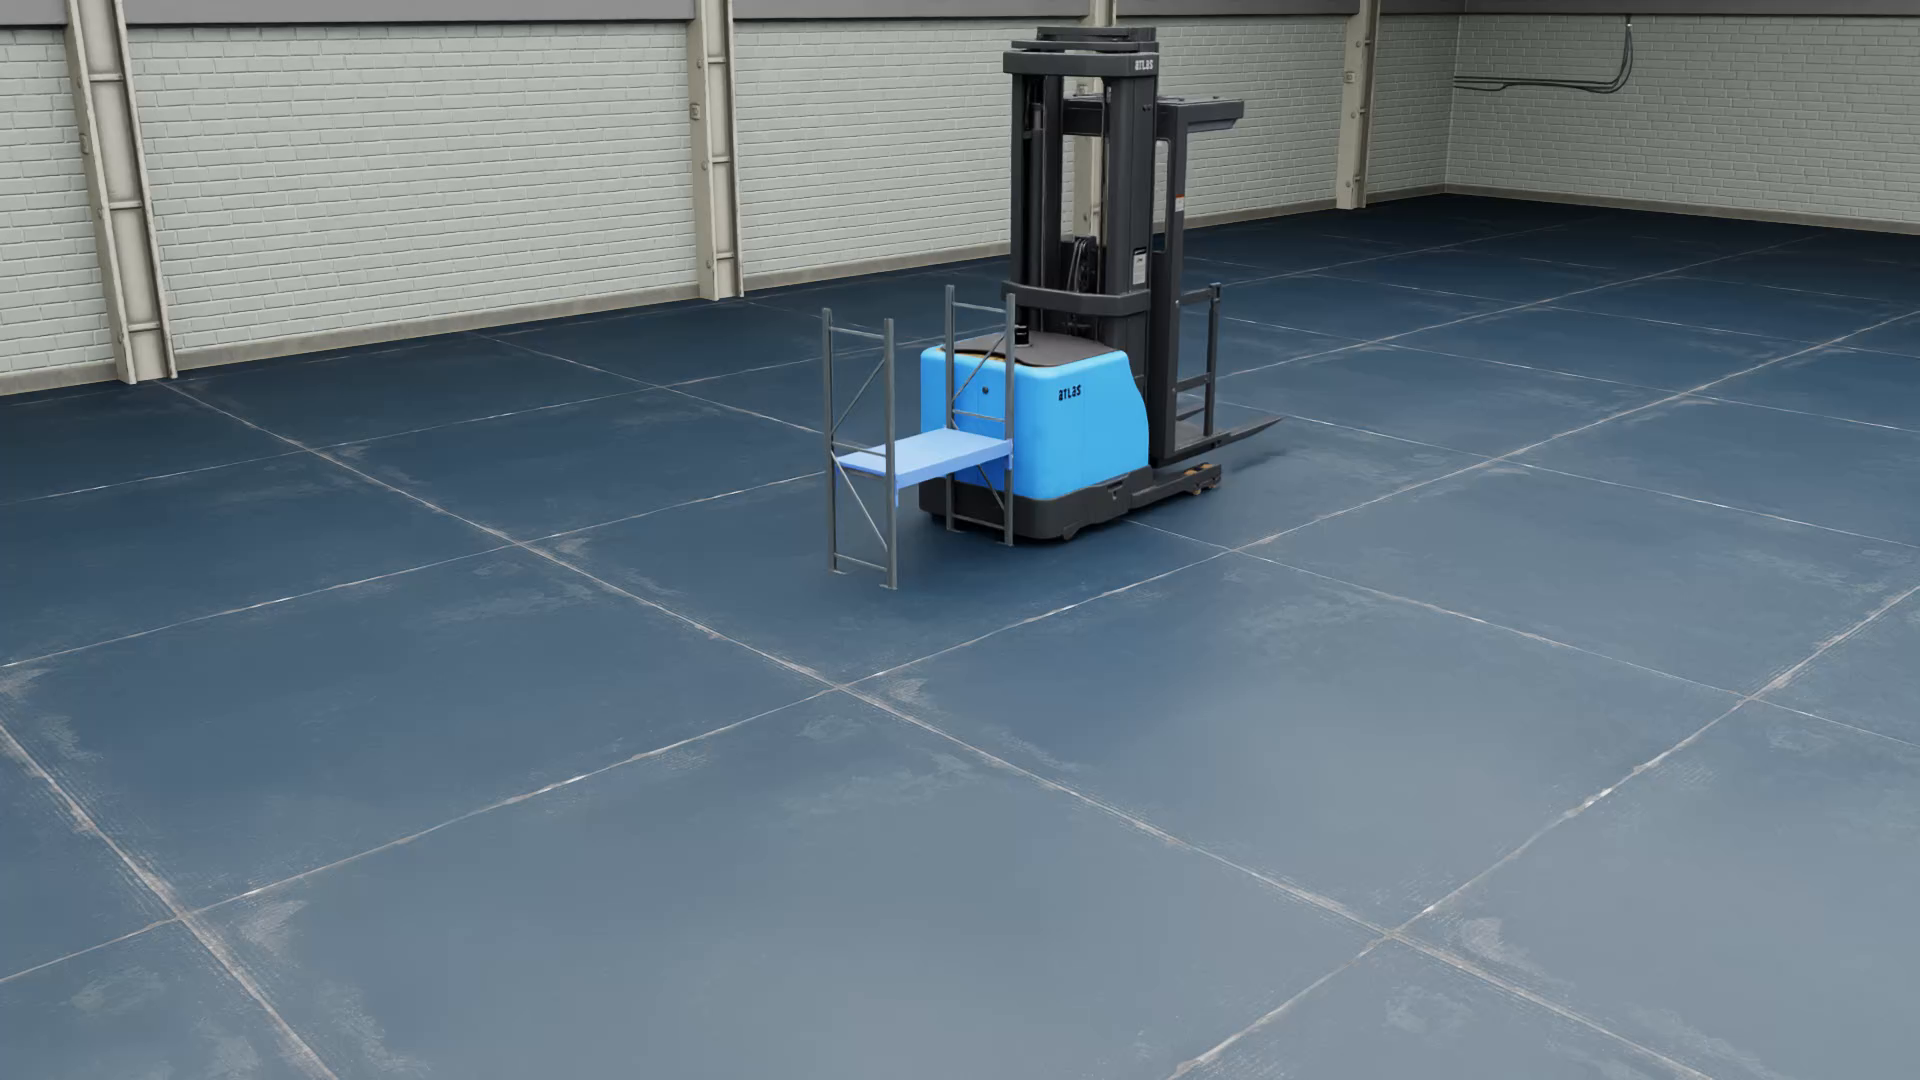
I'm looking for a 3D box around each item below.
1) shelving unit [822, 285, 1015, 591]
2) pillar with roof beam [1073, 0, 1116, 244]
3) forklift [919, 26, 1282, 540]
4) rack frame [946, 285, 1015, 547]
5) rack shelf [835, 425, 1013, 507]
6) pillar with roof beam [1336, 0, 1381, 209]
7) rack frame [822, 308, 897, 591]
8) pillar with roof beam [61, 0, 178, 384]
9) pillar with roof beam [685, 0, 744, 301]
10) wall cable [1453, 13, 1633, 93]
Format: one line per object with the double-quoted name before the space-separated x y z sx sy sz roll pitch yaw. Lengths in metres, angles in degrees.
"shelving unit" -0.216 -0.606 9.420 0.538 1.500 1.048 15 23 38
"pillar with roof beam" 4.705 -7.249 17.753 0.400 9.000 9.100 -16 24 -41
"forklift" 1.085 -1.776 10.711 1.130 2.935 3.031 15 23 38
"rack frame" 0.115 -0.725 9.788 0.500 1.500 0.032 15 23 38
"rack shelf" -0.216 -0.434 9.476 0.538 0.185 1.000 15 23 38
"pillar with roof beam" 9.065 -8.521 21.675 0.400 9.000 9.100 -16 24 -41
"rack frame" -0.547 -0.486 9.053 0.500 1.500 0.032 15 23 38
"pillar with roof beam" -4.014 -4.707 9.911 0.400 9.000 9.100 -16 24 -41
"pillar with roof beam" 0.346 -5.978 13.832 0.400 9.000 9.100 -16 24 -41
"wall cable" 9.156 -8.336 26.140 0.112 2.526 3.097 -16 24 -41
